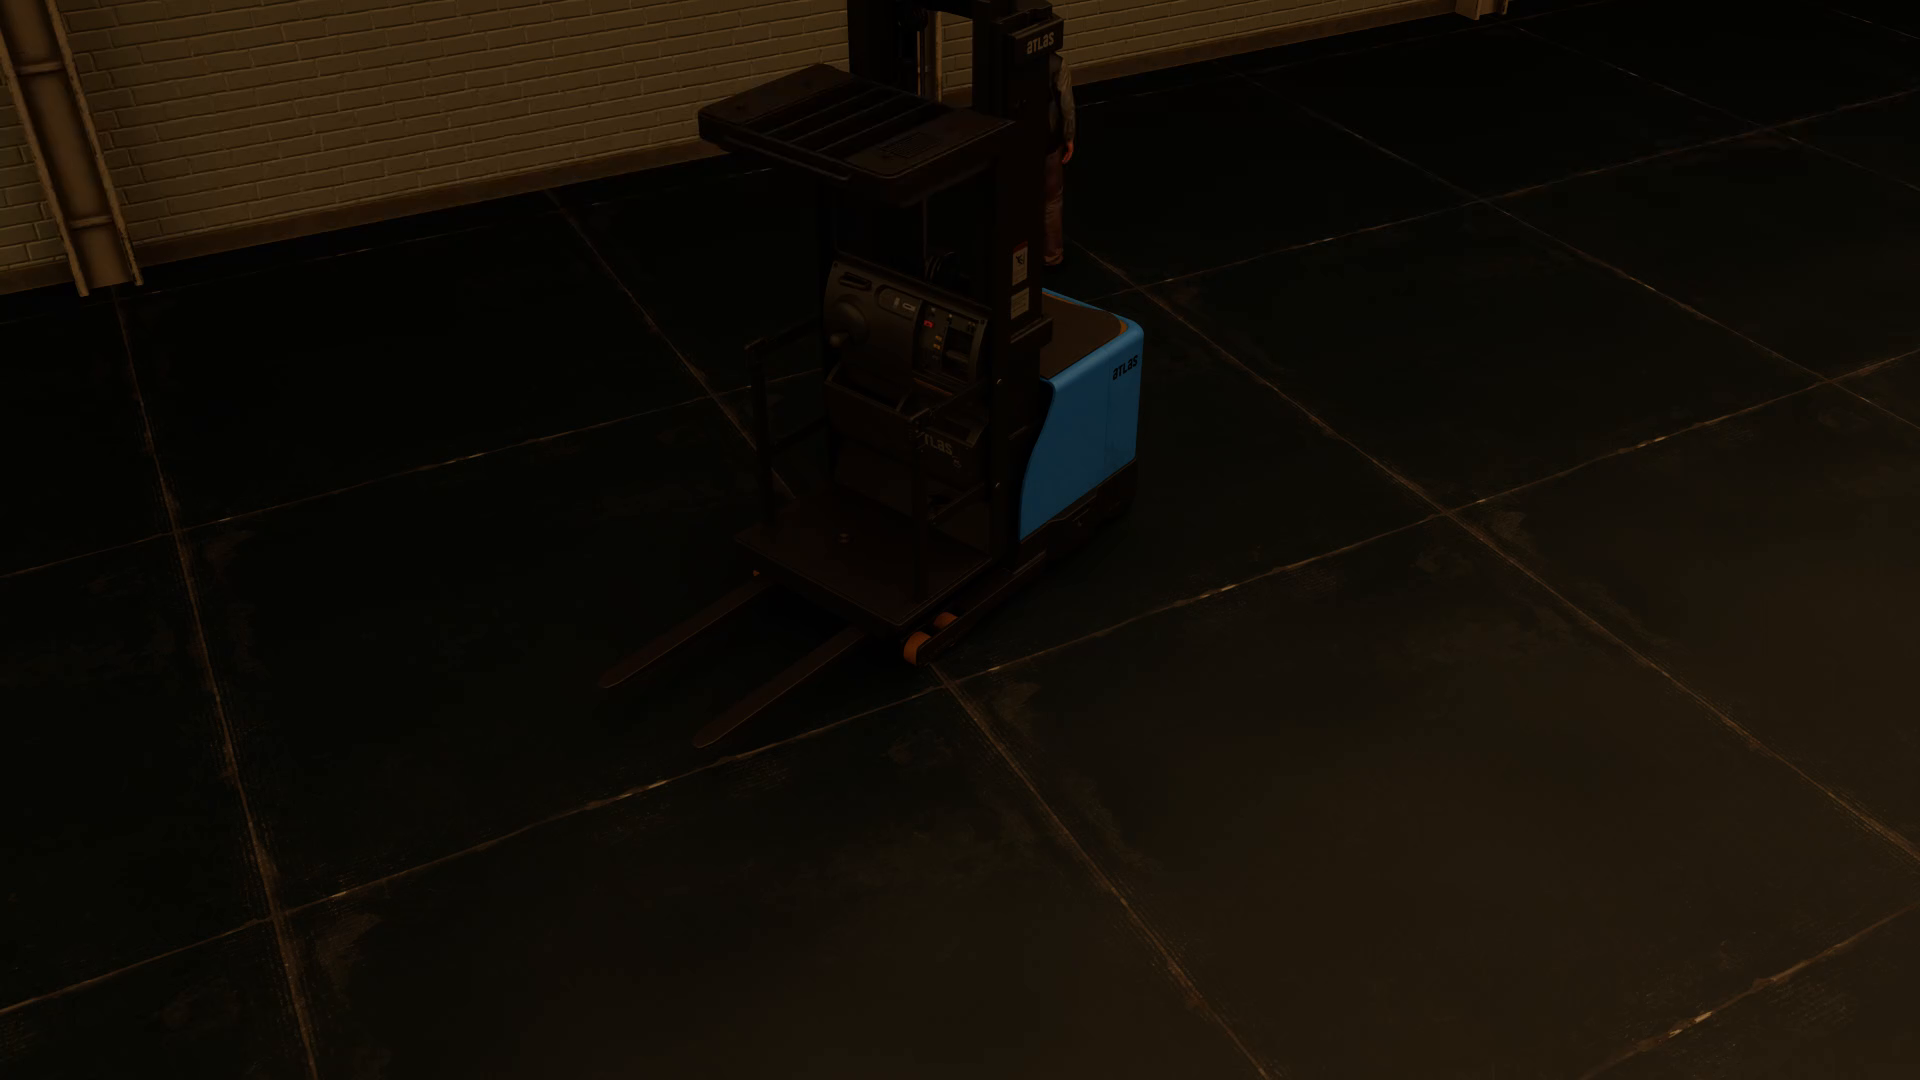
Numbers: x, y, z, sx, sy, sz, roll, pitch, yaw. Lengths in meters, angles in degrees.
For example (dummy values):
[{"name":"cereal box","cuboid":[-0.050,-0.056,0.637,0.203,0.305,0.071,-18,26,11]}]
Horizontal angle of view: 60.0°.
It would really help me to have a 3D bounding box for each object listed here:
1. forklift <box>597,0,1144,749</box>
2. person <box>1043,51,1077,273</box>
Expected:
[{"name":"forklift","cuboid":[-0.390,-0.927,7.434,1.130,2.935,3.031,26,43,31]},{"name":"person","cuboid":[0.457,-2.565,10.800,0.588,1.721,0.413,5,36,7]}]
